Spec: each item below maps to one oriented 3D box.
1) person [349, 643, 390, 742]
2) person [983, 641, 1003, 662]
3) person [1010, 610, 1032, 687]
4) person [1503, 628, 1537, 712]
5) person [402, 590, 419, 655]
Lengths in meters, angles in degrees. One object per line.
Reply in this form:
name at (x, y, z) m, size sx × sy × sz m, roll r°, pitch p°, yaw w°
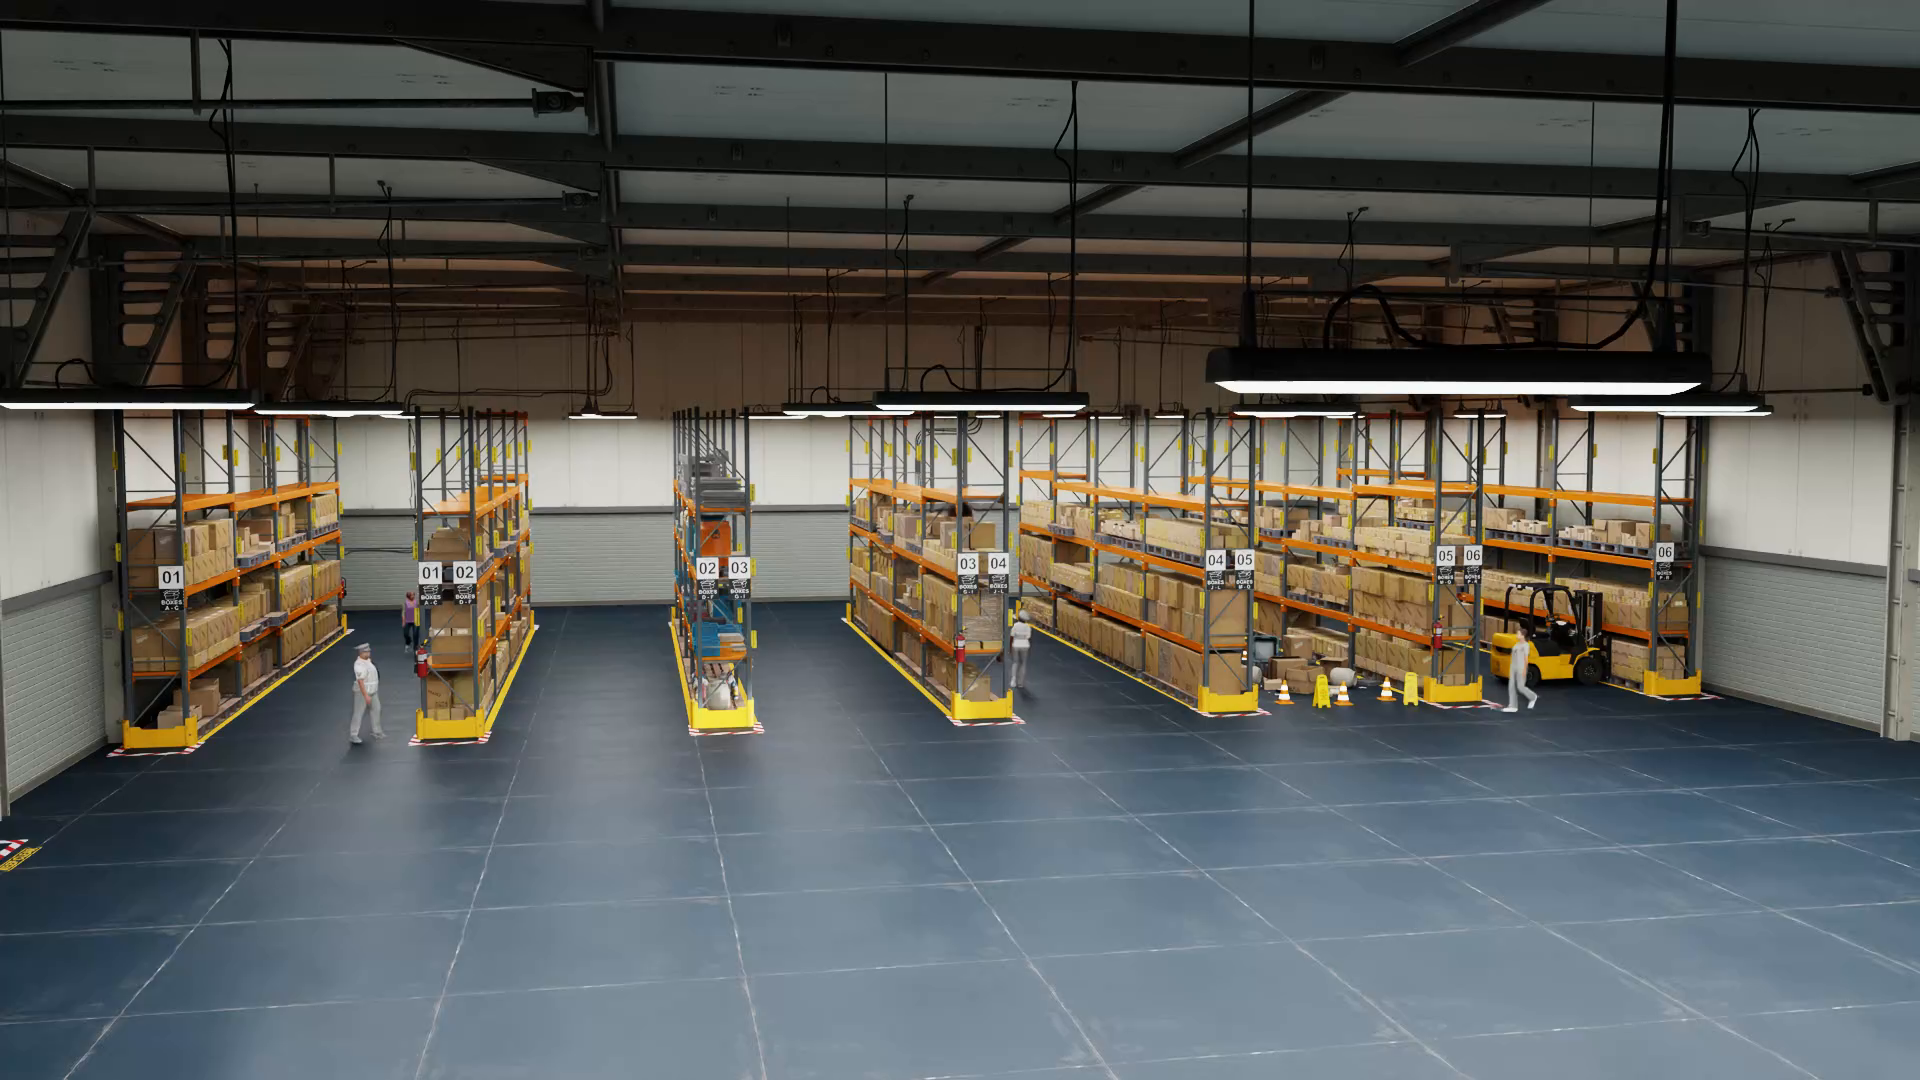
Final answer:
person at (-10.643, 2.745, 29.838) m, size 0.523 × 1.814 × 0.696 m, roll 1°, pitch 4°, yaw 10°
person at (0.824, 2.091, 39.684) m, size 0.545 × 1.608 × 0.656 m, roll -1°, pitch 4°, yaw -15°
person at (1.309, 2.333, 35.676) m, size 0.469 × 1.680 × 0.479 m, roll 2°, pitch 4°, yaw 21°
person at (11.050, 2.558, 32.735) m, size 0.677 × 1.656 × 0.445 m, roll -2°, pitch 5°, yaw -31°
person at (-13.428, 2.018, 40.752) m, size 0.451 × 1.595 × 0.473 m, roll -1°, pitch 4°, yaw -14°
